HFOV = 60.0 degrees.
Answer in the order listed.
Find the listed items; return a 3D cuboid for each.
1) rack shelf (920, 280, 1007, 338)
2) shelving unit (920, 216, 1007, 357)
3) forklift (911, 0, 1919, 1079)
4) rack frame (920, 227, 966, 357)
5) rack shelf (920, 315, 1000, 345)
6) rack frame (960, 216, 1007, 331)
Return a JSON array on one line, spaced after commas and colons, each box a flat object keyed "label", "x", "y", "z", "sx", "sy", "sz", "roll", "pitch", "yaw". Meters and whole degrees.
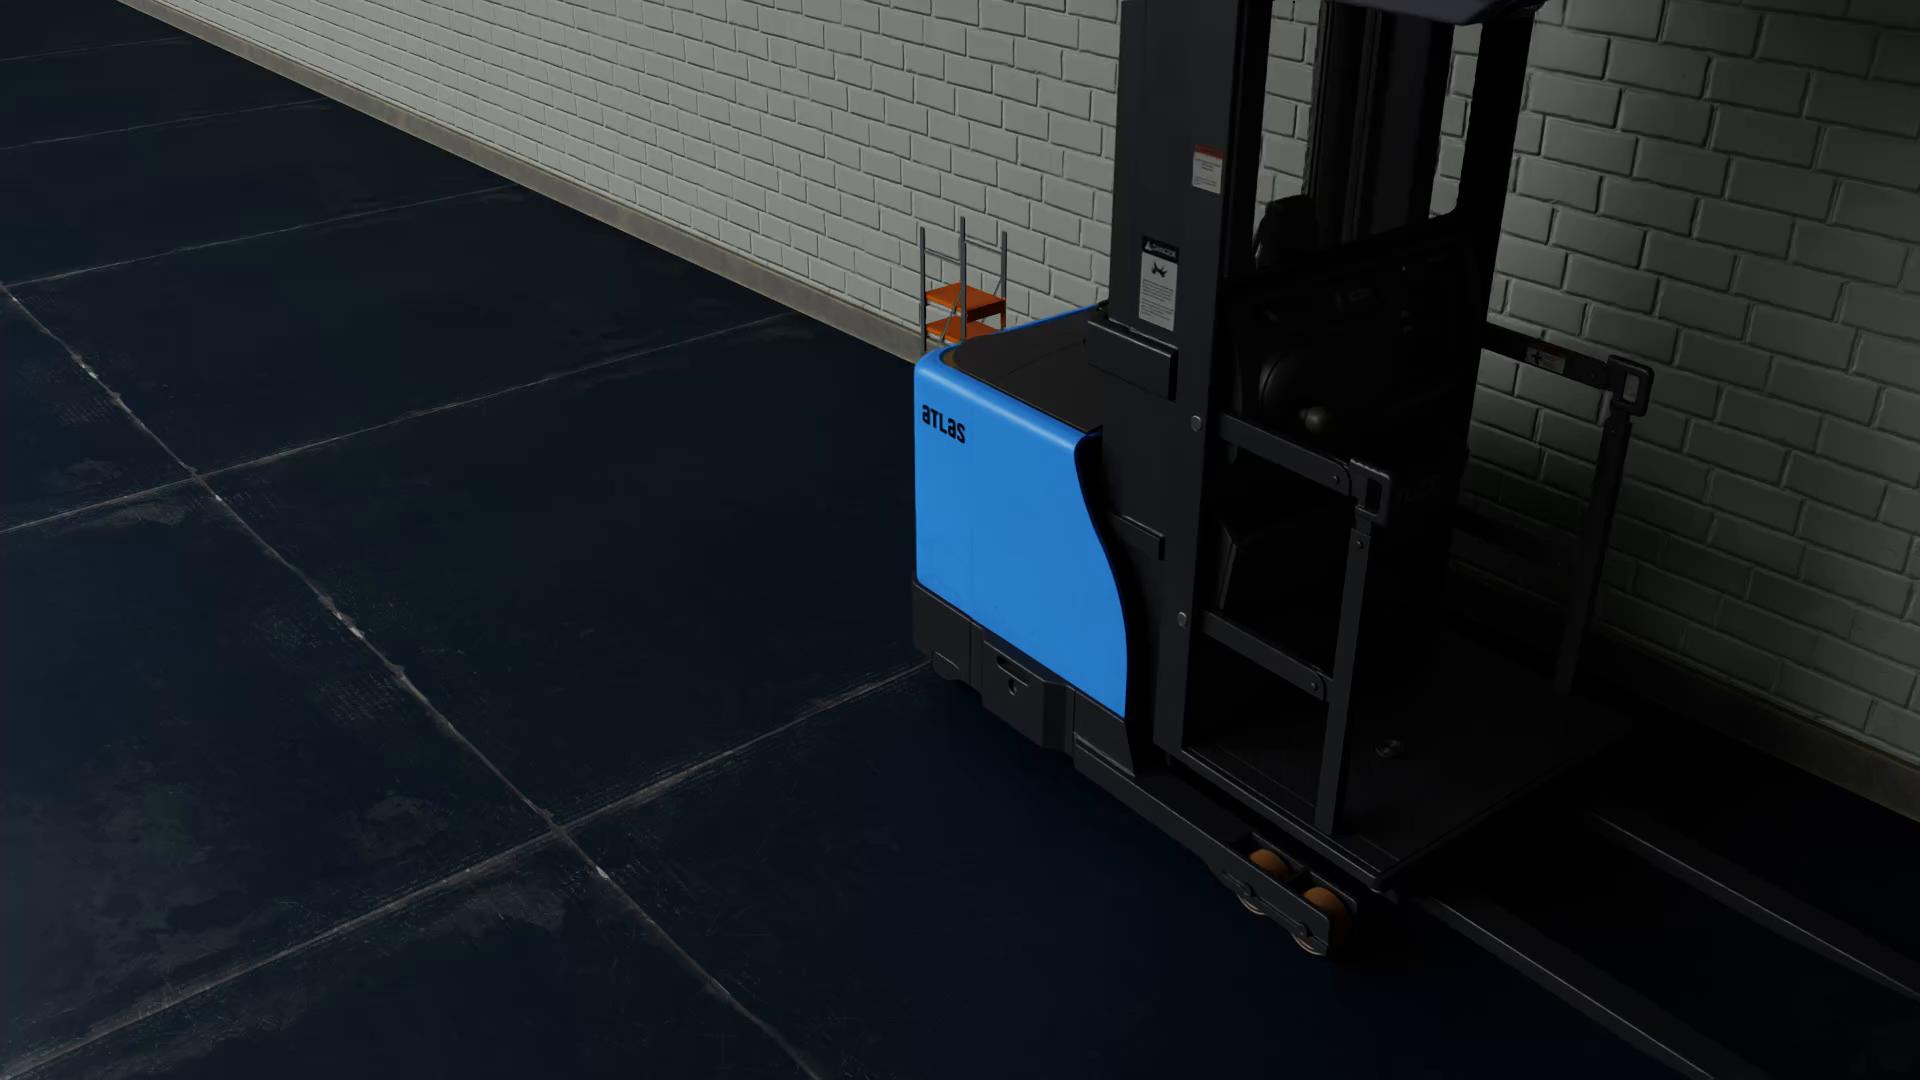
[{"label": "rack shelf", "x": 0.011, "y": -0.812, "z": 5.827, "sx": 0.180, "sy": 0.103, "sz": 0.258, "roll": -22, "pitch": 35, "yaw": -35}, {"label": "shelving unit", "x": 0.011, "y": -0.534, "z": 5.975, "sx": 0.189, "sy": 1.200, "sz": 0.258, "roll": -22, "pitch": 35, "yaw": -35}, {"label": "forklift", "x": 1.142, "y": -0.497, "z": 4.069, "sx": 1.130, "sy": 2.935, "sz": 3.031, "roll": -20, "pitch": 34, "yaw": -33}, {"label": "rack frame", "x": -0.059, "y": -0.506, "z": 5.923, "sx": 0.006, "sy": 1.200, "sz": 0.240, "roll": -22, "pitch": 35, "yaw": -35}, {"label": "rack shelf", "x": 0.011, "y": -0.706, "z": 5.883, "sx": 0.180, "sy": 0.103, "sz": 0.258, "roll": -22, "pitch": 35, "yaw": -35}, {"label": "rack frame", "x": 0.081, "y": -0.562, "z": 6.028, "sx": 0.006, "sy": 1.200, "sz": 0.240, "roll": -22, "pitch": 35, "yaw": -35}]
